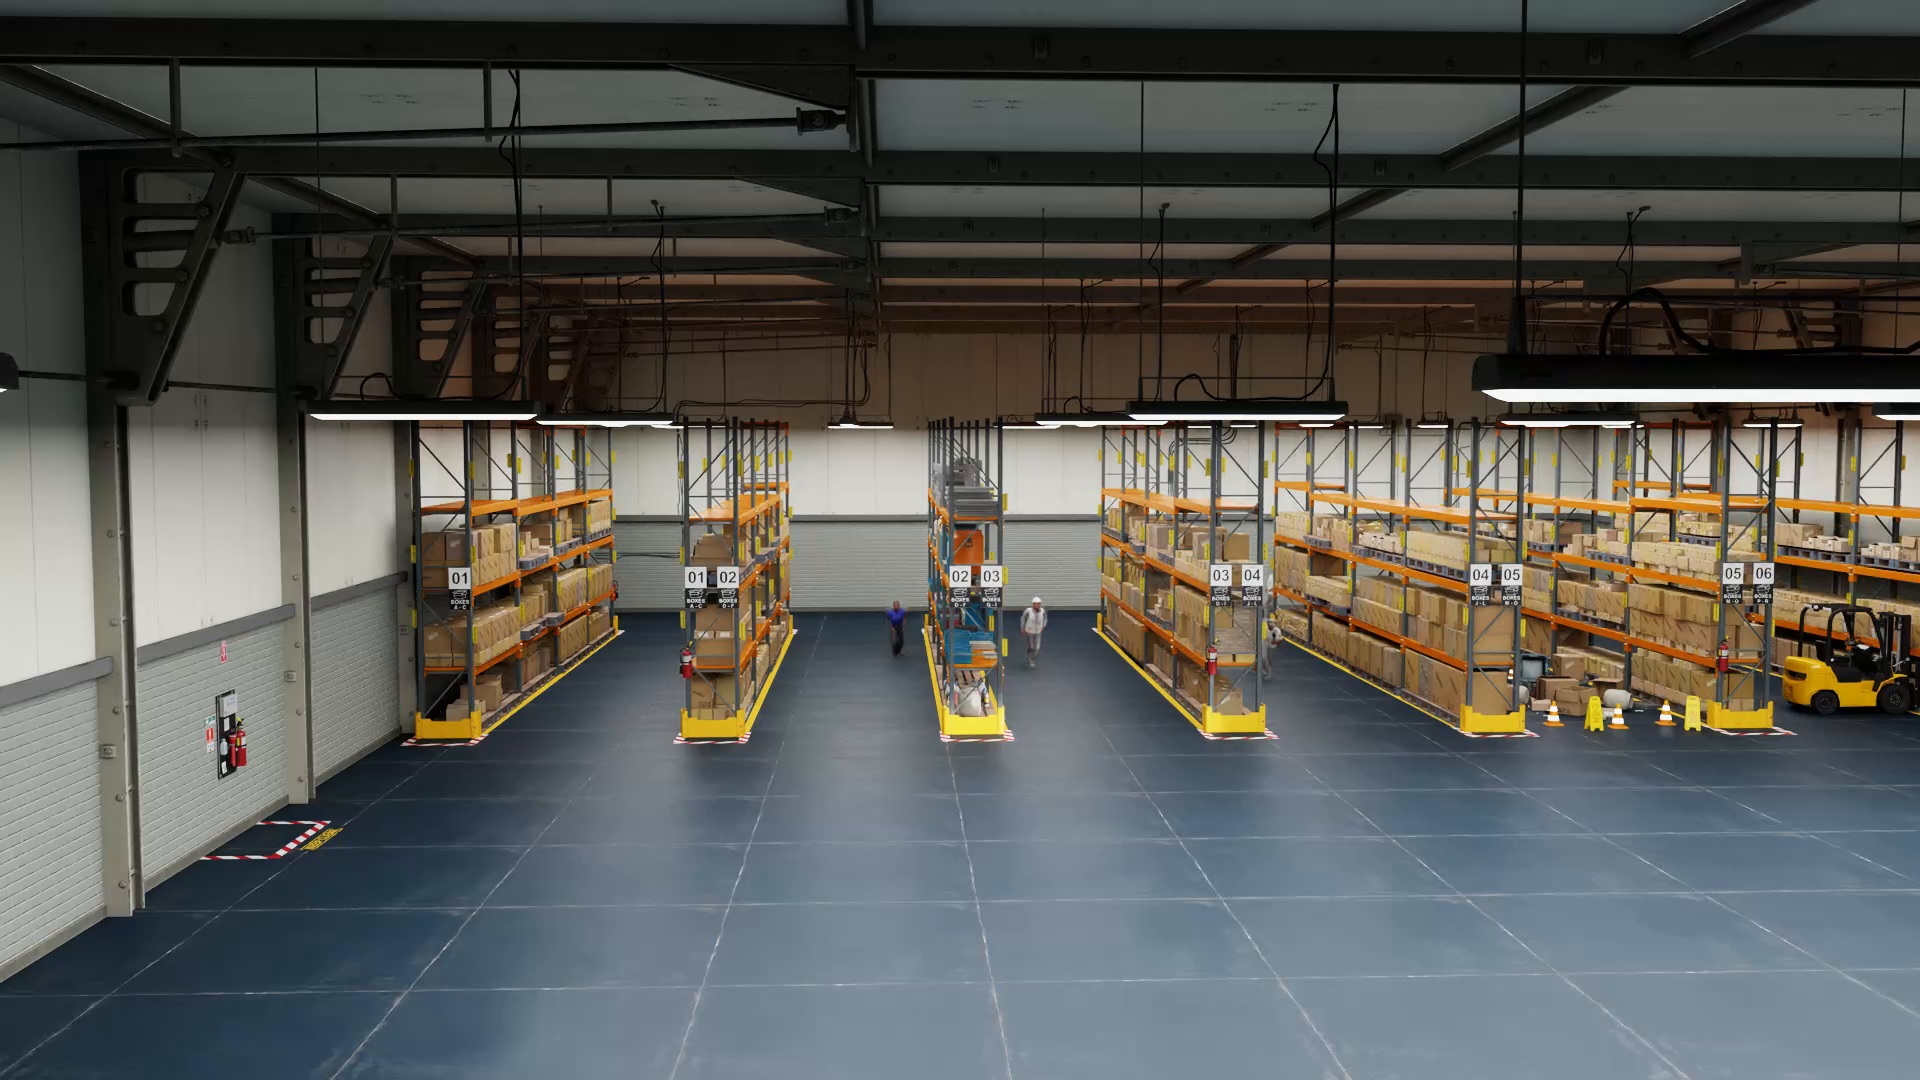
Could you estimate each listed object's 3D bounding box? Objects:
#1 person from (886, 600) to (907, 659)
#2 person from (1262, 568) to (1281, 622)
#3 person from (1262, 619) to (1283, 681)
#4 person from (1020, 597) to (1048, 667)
[{"bbox_3d":[-1.597,2.237,41.922,0.604,1.505,0.843,-1,4,-20],"label":"person"},{"bbox_3d":[9.387,1.644,49.634,0.847,1.772,0.743,-2,4,-29],"label":"person"},{"bbox_3d":[7.180,2.508,38.564,0.572,1.449,1.107,1,4,9],"label":"person"},{"bbox_3d":[1.801,2.232,40.505,0.642,1.715,0.663,-1,4,-18],"label":"person"}]
